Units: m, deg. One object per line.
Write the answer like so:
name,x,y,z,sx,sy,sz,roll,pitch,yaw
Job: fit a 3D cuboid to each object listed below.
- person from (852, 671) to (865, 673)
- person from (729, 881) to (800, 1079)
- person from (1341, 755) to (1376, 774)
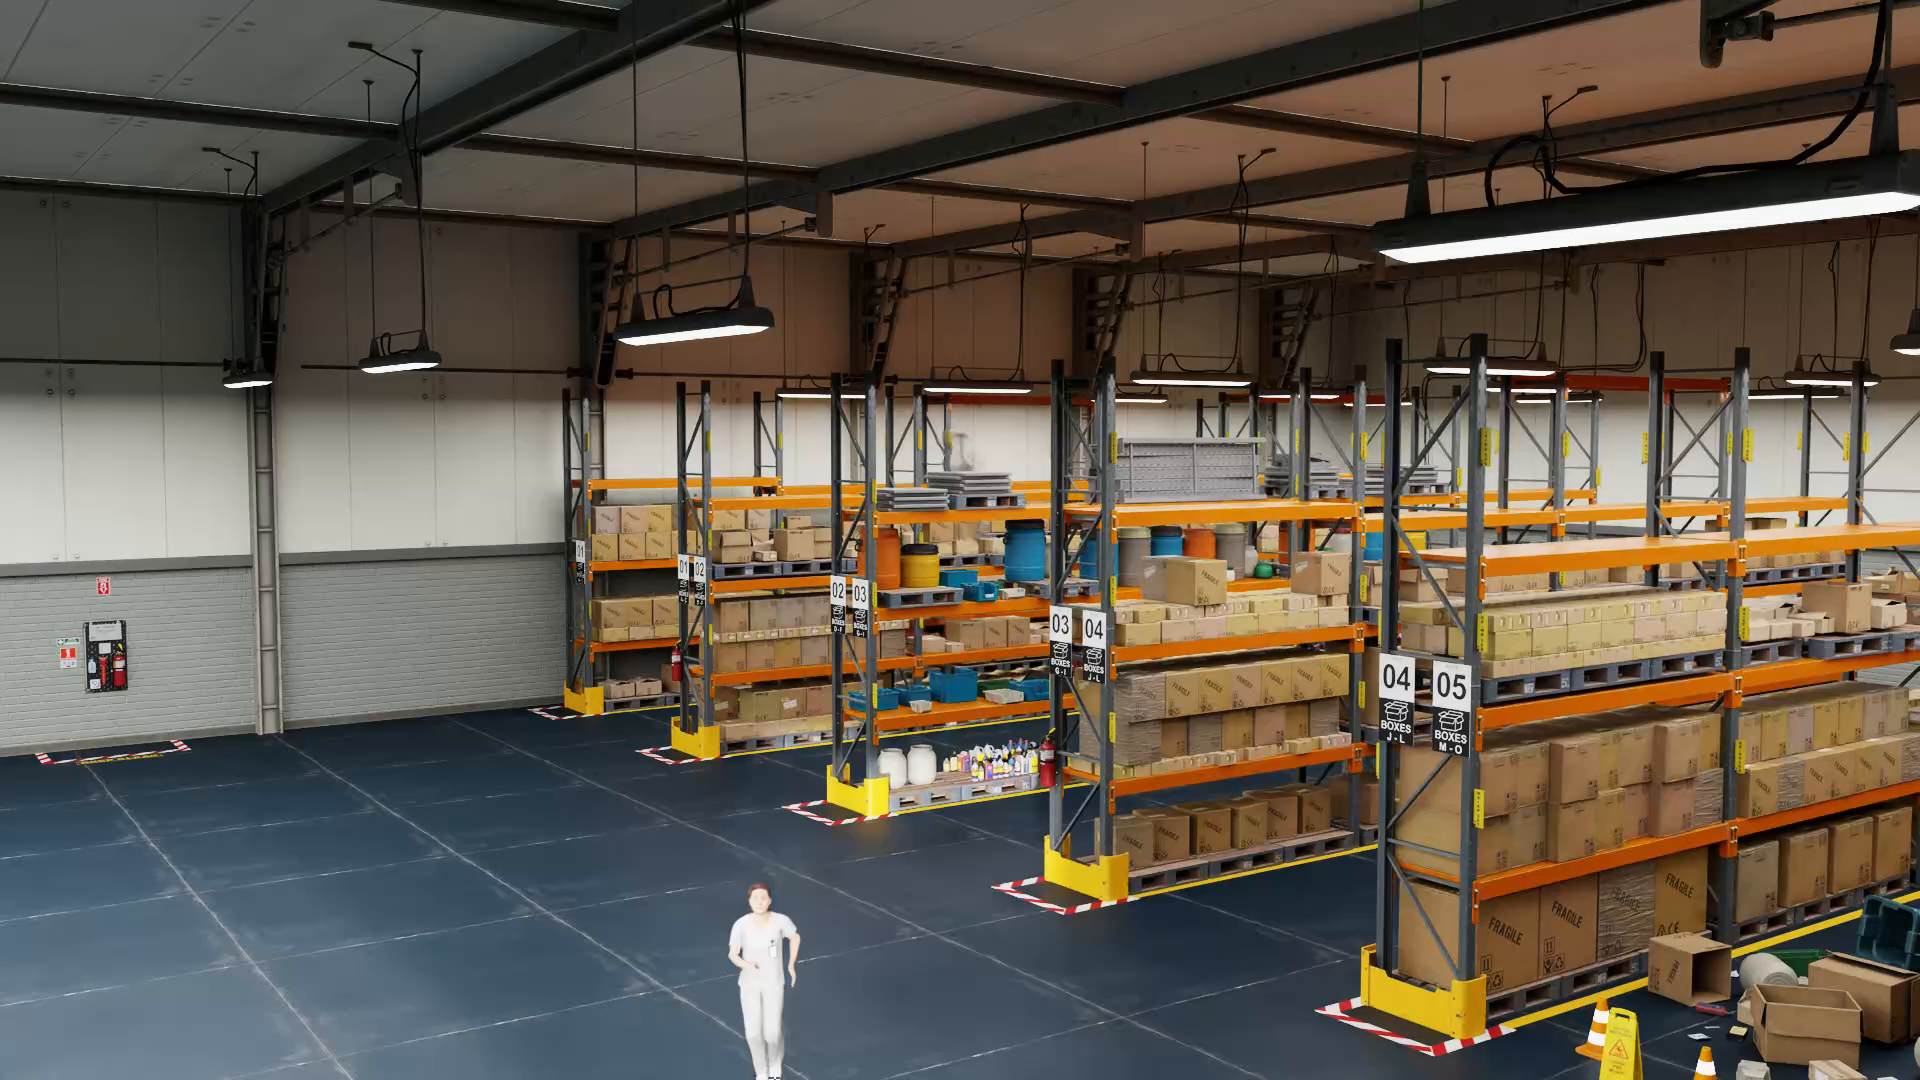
person,-1.779,2.359,30.469,0.788,1.804,0.638,-3,5,-43
person,-1.536,3.495,13.013,0.543,1.634,0.621,0,4,-2
person,5.900,2.698,24.552,0.968,1.745,0.710,-3,5,-41
